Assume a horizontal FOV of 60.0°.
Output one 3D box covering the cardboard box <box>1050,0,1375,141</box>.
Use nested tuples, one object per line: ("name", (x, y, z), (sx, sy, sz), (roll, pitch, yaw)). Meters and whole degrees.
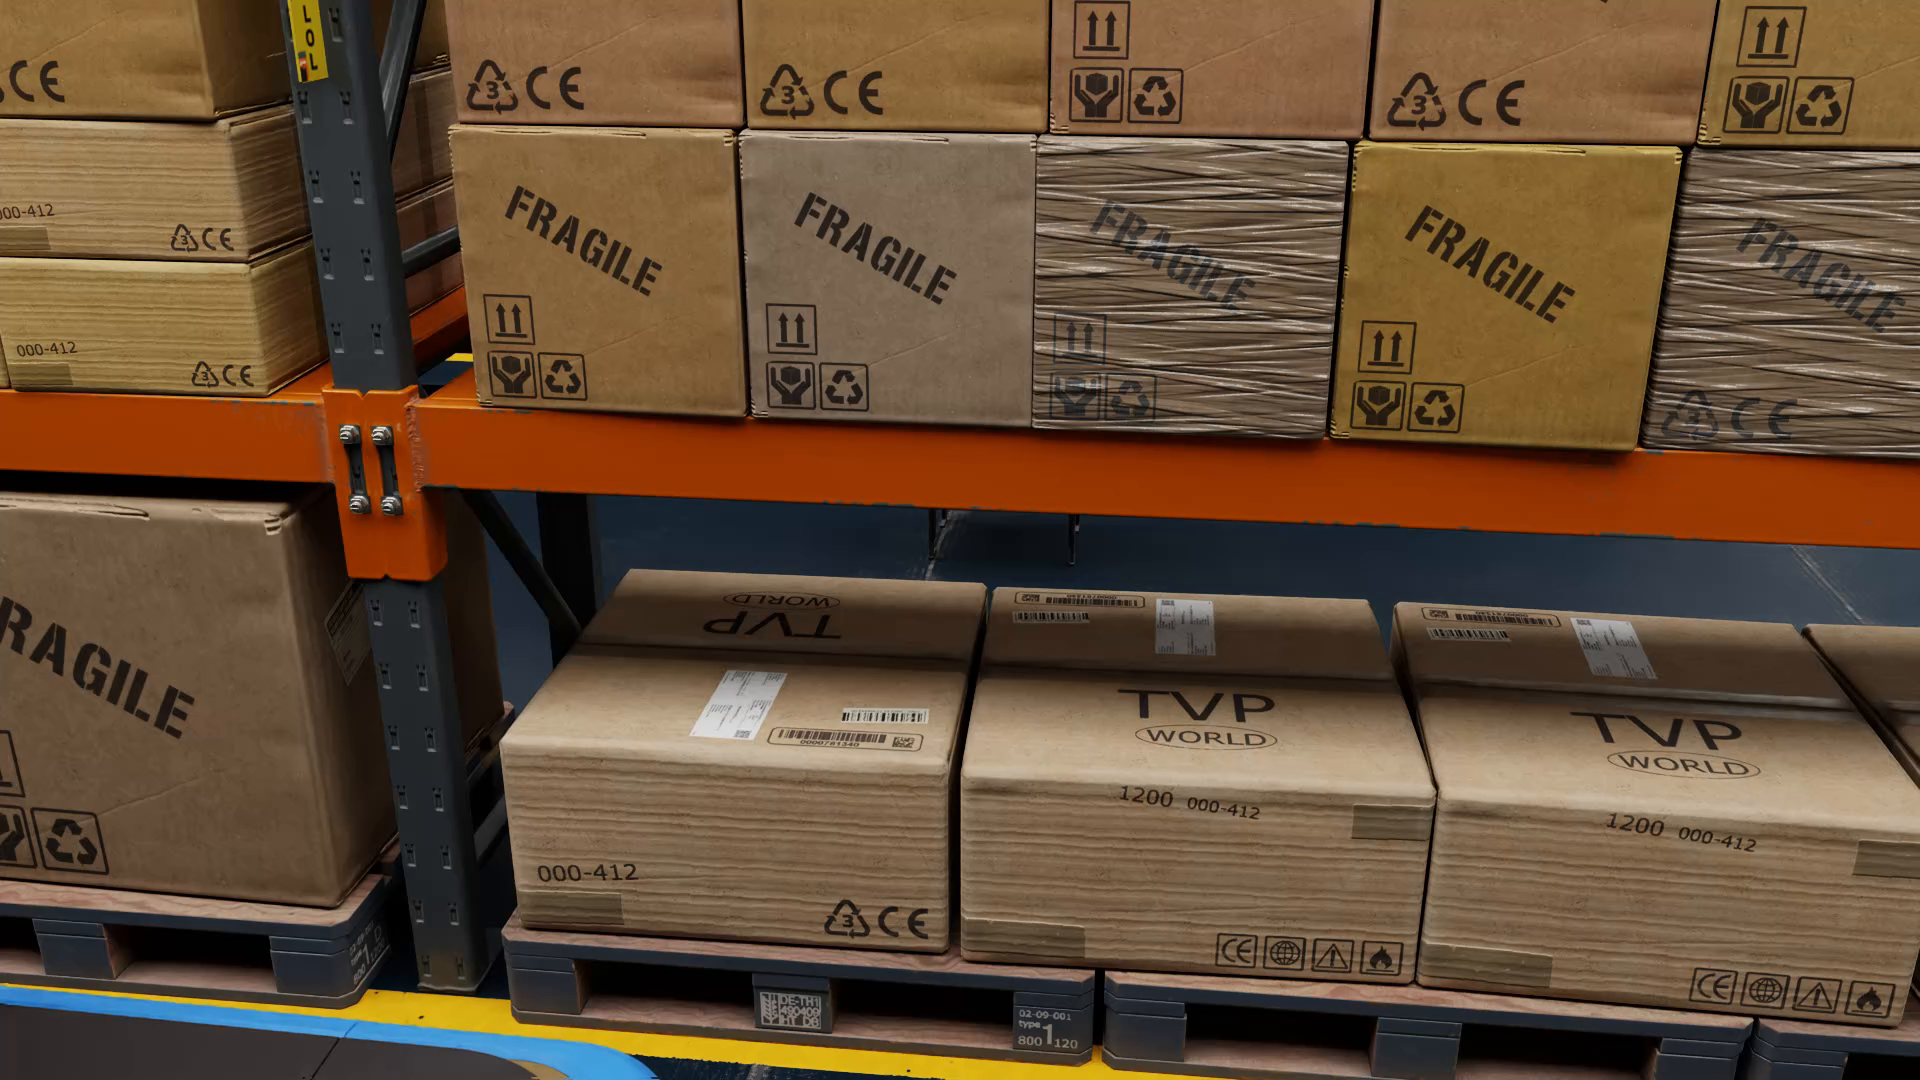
("cardboard box", (0.428, -0.970, 2.818), (0.500, 0.500, 0.500), (3, 22, 7))

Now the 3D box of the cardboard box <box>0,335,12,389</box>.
("cardboard box", (-2.006, -0.498, 3.324), (0.500, 0.250, 0.500), (2, 22, 6))

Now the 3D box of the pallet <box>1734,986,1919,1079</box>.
("pallet", (2.144, 0.846, 3.513), (1.213, 0.211, 1.003), (2, 22, 6))

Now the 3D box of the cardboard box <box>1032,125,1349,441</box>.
("cardboard box", (0.402, -0.502, 2.993), (0.500, 0.500, 0.500), (3, 22, 7))

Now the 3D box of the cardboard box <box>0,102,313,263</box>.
("cardboard box", (-1.491, -0.711, 3.183), (0.500, 0.250, 0.500), (2, 22, 6))

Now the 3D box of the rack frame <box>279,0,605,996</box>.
("rack frame", (-1.025, -0.618, 3.423), (0.127, 3.000, 1.000), (2, 22, 6))

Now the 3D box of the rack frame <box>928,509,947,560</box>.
("rack frame", (-0.078, -0.980, 5.562), (0.015, 2.100, 0.400), (2, 22, 6))

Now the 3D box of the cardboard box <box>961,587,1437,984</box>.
("cardboard box", (0.475, 0.483, 3.552), (0.875, 0.438, 0.875), (2, 22, 5))

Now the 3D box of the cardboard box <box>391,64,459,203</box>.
("cardboard box", (-1.429, -0.903, 3.668), (0.500, 0.250, 0.500), (2, 22, 5))

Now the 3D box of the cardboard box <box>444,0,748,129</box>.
("cardboard box", (-0.581, -1.021, 2.945), (0.500, 0.500, 0.500), (3, 22, 7))

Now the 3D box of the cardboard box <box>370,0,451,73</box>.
("cardboard box", (-1.428, -1.254, 3.535), (0.500, 0.500, 0.500), (3, 22, 7))

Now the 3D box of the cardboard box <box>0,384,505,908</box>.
("cardboard box", (-1.650, 0.177, 3.731), (0.875, 0.875, 0.875), (3, 22, 8))

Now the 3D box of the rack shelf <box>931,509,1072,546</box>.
("rack shelf", (0.164, -0.306, 5.798), (0.480, 0.518, 0.431), (2, 22, 6))

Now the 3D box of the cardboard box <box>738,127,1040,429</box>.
("cardboard box", (-0.091, -0.525, 3.053), (0.500, 0.500, 0.500), (3, 22, 7))

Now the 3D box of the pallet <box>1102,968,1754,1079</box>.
("pallet", (0.936, 0.792, 3.649), (1.213, 0.211, 1.003), (2, 22, 6))

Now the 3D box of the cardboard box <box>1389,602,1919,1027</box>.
("cardboard box", (1.370, 0.523, 3.452), (0.875, 0.438, 0.875), (3, 22, 8))

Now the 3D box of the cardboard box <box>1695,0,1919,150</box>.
("cardboard box", (1.427, -0.925, 2.703), (0.500, 0.500, 0.500), (2, 22, 6))

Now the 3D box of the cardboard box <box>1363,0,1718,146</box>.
("cardboard box", (0.928, -0.947, 2.760), (0.500, 0.500, 0.500), (2, 22, 6))

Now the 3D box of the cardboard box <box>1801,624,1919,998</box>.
("cardboard box", (2.280, 0.559, 3.359), (0.875, 0.438, 0.875), (2, 22, 4))

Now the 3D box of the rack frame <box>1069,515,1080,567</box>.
("rack frame", (0.407, -0.959, 5.509), (0.015, 2.100, 0.400), (2, 22, 6))

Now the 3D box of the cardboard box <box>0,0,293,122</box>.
("cardboard box", (-1.498, -1.057, 3.038), (0.500, 0.500, 0.500), (3, 22, 8))

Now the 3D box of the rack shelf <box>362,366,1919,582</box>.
("rack shelf", (0.961, -0.197, 3.337), (4.000, 0.370, 1.077), (2, 22, 6))

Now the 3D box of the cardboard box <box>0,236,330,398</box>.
("cardboard box", (-1.500, -0.476, 3.267), (0.500, 0.250, 0.500), (2, 22, 5))

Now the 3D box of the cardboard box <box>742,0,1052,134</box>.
("cardboard box", (-0.080, -0.996, 2.884), (0.500, 0.500, 0.500), (2, 22, 6))

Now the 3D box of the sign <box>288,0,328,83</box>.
("sign", (-1.079, -0.921, 2.723), (0.005, 0.325, 0.100), (2, 22, 6))

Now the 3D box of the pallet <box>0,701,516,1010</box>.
("pallet", (-1.800, 0.673, 3.951), (1.213, 0.211, 1.003), (2, 22, 6))

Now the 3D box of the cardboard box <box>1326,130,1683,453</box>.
("cardboard box", (0.914, -0.479, 2.936), (0.500, 0.500, 0.500), (3, 22, 8))

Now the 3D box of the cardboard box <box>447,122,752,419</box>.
("cardboard box", (-0.590, -0.549, 3.112), (0.500, 0.500, 0.500), (3, 22, 8))

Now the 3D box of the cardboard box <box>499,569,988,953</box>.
("cardboard box", (-0.414, 0.444, 3.649), (0.875, 0.438, 0.875), (2, 22, 6))

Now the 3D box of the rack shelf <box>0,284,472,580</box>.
("rack shelf", (-3.011, -0.370, 3.774), (4.000, 0.370, 1.077), (2, 22, 6))

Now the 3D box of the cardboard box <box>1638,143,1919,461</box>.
("cardboard box", (1.428, -0.462, 2.892), (0.500, 0.500, 0.500), (3, 22, 8))

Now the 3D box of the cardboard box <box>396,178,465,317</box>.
("cardboard box", (-1.431, -0.664, 3.743), (0.500, 0.250, 0.500), (2, 22, 5))

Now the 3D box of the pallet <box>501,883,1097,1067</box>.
("pallet", (-0.279, 0.740, 3.781), (1.213, 0.211, 1.003), (2, 22, 6))

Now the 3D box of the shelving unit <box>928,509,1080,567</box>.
("shelving unit", (0.164, -0.969, 5.536), (0.503, 2.100, 0.431), (2, 22, 6))
